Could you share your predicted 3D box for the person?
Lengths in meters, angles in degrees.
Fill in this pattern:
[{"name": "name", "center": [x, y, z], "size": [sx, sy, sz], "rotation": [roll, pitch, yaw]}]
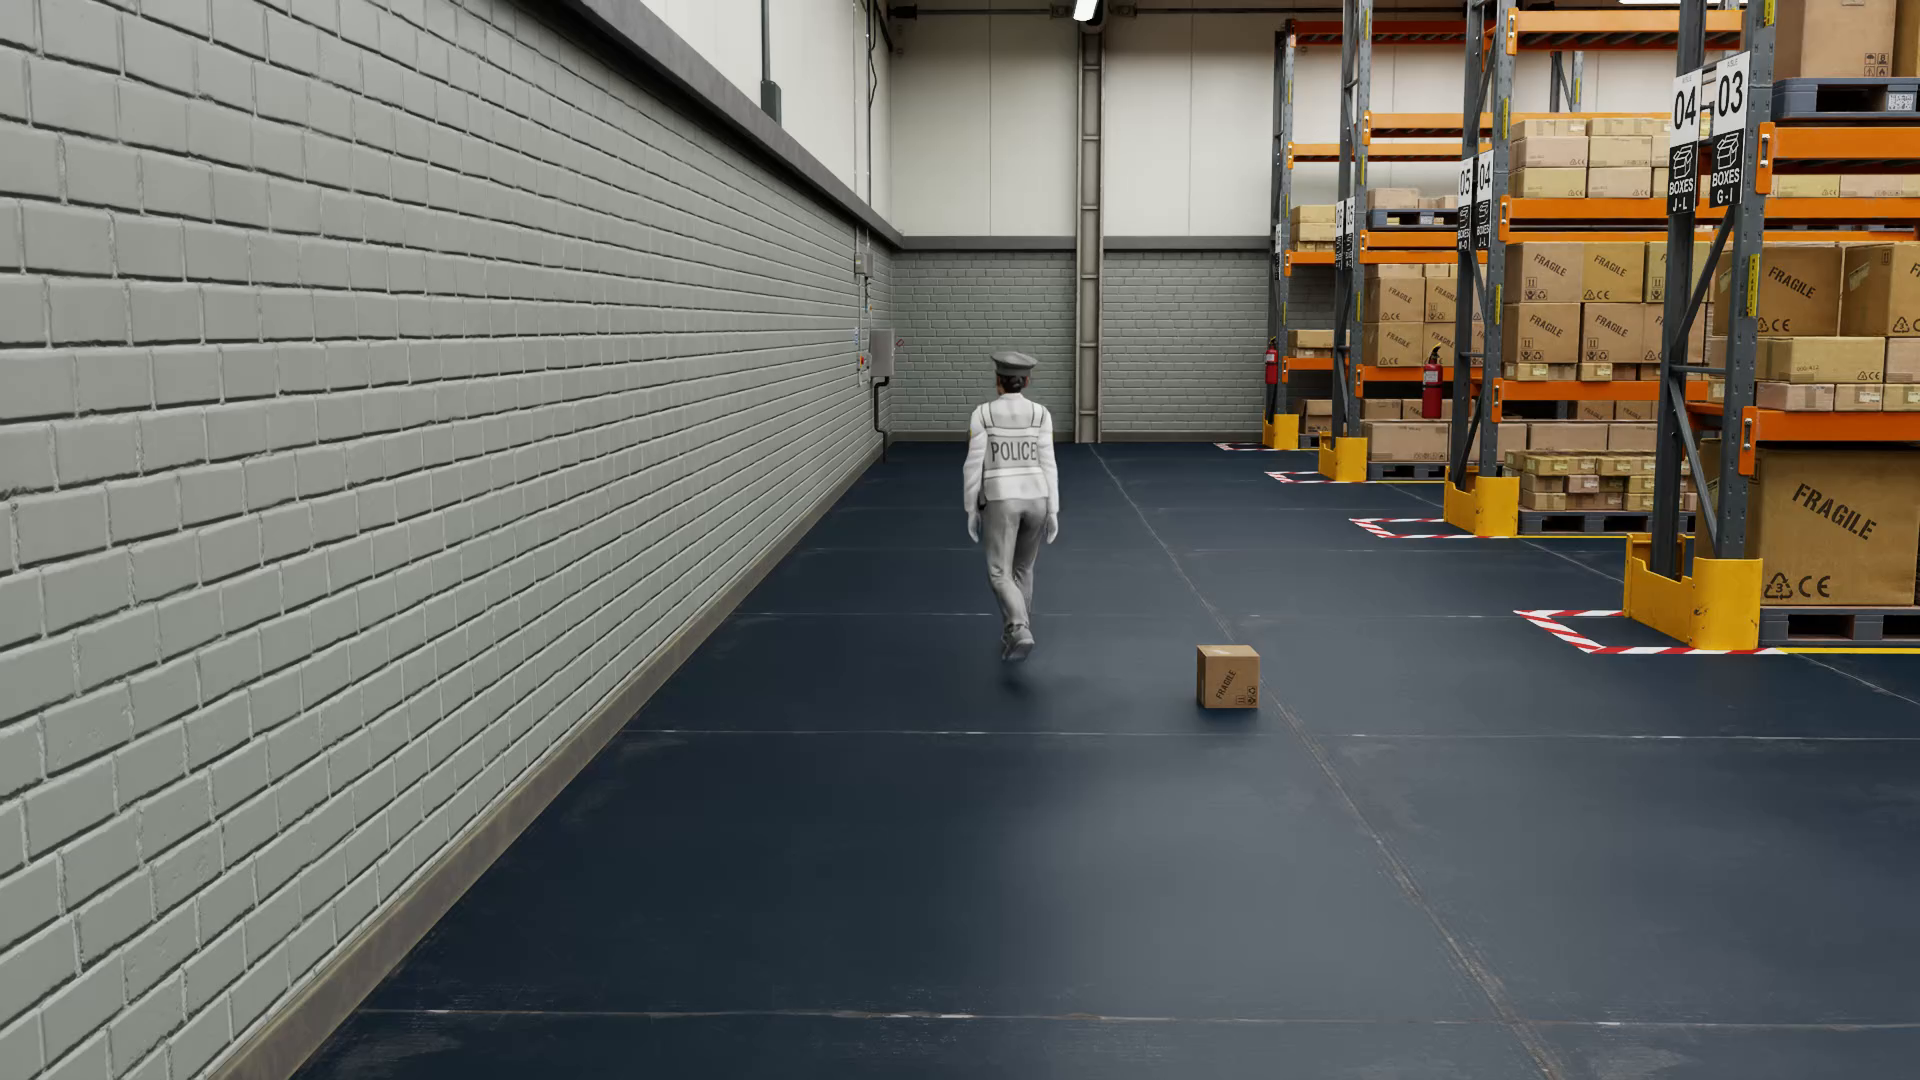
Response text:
[{"name": "person", "center": [0.266, -0.166, 8.602], "size": [0.487, 1.612, 0.984], "rotation": [-2, 8, -13]}]
